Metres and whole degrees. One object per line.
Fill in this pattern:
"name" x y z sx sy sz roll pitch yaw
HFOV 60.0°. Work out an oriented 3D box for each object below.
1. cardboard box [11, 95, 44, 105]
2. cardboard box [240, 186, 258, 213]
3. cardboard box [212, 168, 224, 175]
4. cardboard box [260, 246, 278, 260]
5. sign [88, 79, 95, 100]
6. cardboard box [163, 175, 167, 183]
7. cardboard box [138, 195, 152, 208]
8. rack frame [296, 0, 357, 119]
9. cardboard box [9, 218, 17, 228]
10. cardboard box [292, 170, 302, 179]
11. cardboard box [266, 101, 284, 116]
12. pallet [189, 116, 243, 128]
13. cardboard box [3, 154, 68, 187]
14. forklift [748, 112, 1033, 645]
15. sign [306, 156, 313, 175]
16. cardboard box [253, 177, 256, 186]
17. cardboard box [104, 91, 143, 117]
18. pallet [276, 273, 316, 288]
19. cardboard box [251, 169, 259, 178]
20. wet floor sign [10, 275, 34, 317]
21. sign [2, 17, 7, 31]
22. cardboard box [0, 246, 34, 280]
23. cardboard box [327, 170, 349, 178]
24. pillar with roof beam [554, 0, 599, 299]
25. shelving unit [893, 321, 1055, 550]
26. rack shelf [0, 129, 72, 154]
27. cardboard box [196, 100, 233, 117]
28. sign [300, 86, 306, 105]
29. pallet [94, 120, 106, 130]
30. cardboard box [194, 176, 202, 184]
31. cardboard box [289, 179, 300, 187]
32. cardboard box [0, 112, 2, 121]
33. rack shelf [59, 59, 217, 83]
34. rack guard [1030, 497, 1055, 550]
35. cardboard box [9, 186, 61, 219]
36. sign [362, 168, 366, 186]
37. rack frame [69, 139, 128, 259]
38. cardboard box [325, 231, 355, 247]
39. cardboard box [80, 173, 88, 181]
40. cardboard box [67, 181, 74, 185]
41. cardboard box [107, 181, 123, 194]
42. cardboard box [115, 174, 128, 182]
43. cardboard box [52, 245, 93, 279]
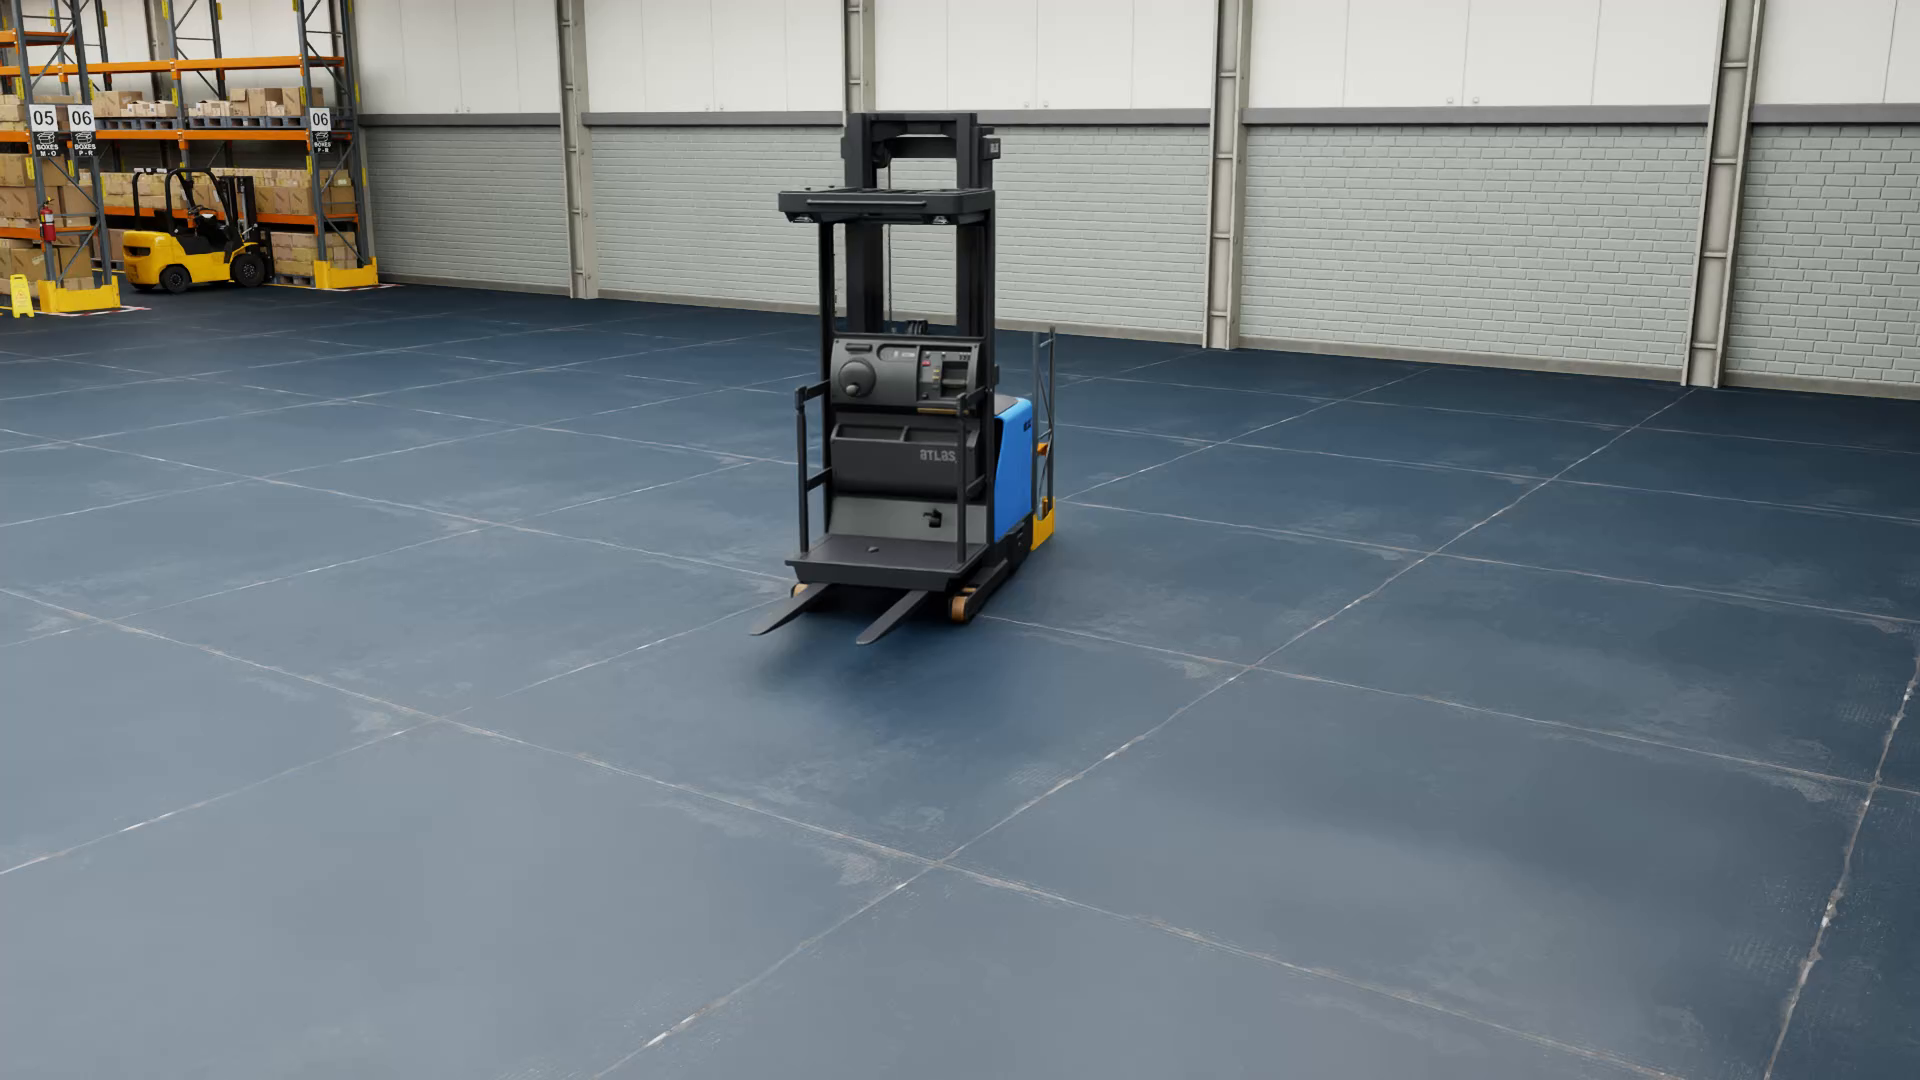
"cardboard box" -14.593 -6.886 26.019 0.250 0.149 0.380 9 17 33
"cardboard box" -13.209 -6.436 31.372 0.500 0.500 0.500 9 17 33
"cardboard box" -14.117 -7.061 31.929 0.250 0.149 0.380 9 16 32
"cardboard box" -12.809 -5.418 31.275 0.500 0.250 0.500 9 16 32
"sign" -13.845 -7.167 26.471 0.005 0.325 0.100 9 17 33
"cardboard box" -15.505 -7.144 32.883 0.250 0.149 0.380 9 17 33
"cardboard box" -16.079 -6.787 33.309 0.500 0.250 0.500 9 17 33
"rack frame" -11.380 -9.081 29.779 0.127 3.000 1.000 9 17 33
"cardboard box" -15.050 -5.114 26.764 0.250 0.149 0.380 9 16 32
"cardboard box" -12.017 -6.709 30.507 0.250 0.149 0.380 9 17 33
"cardboard box" -12.448 -7.896 30.435 0.258 0.266 0.396 9 17 33
"pallet" -13.977 -8.009 31.876 1.213 0.211 1.003 9 17 33
"cardboard box" -14.693 -5.882 26.433 0.500 0.500 0.700 9 16 31
"forklift" -0.394 -1.034 9.901 1.130 2.935 3.031 4 14 15
"sign" -11.695 -6.739 29.902 0.005 0.325 0.100 9 17 33
"cardboard box" -13.059 -6.741 31.255 0.250 0.149 0.380 9 17 32
"cardboard box" -16.709 -8.716 33.259 0.500 0.500 0.500 10 17 34
"pallet" -12.038 -4.909 31.215 1.213 0.211 1.003 9 17 33
"cardboard box" -13.071 -6.887 31.224 0.250 0.149 0.380 9 17 34
"wet floor sign" -14.587 -3.797 25.818 0.267 0.644 0.232 -10 17 -35
"sign" -21.033 -11.332 36.599 0.005 0.325 0.100 9 17 33
"cardboard box" -15.393 -4.536 27.193 0.500 0.500 0.500 10 17 35
"cardboard box" -11.540 -6.764 30.728 0.250 0.149 0.380 9 16 32
"pillar with roof beam" -8.879 -7.691 24.164 0.400 9.000 9.100 9 17 33
"shelving unit" 0.087 -0.763 11.785 1.083 1.500 0.587 4 15 17
"rack shelf" -15.807 -6.553 27.309 4.000 0.370 1.077 9 17 33
"cardboard box" -14.145 -8.210 31.607 0.500 0.311 0.500 10 17 34
"sign" -11.695 -7.910 29.613 0.005 0.325 0.100 9 17 33
"pallet" -17.406 -8.533 34.200 1.003 0.211 1.213 10 17 35
"cardboard box" -14.582 -6.973 32.192 0.250 0.149 0.380 9 16 32
"cardboard box" -12.053 -6.551 30.486 0.250 0.149 0.380 9 17 34
"cardboard box" -15.132 -6.791 26.466 0.500 0.250 0.500 9 16 32
"rack shelf" -16.359 -9.342 33.164 4.000 0.370 1.077 9 17 33
"rack guard" 0.563 -0.121 11.794 0.087 0.250 0.587 4 15 17
"cardboard box" -14.752 -5.389 26.524 0.500 0.500 0.500 9 16 32
"sign" -11.066 -6.737 30.830 0.005 0.325 0.100 9 17 33
"rack frame" -18.019 -7.241 34.834 0.127 3.000 1.000 9 17 33
"cardboard box" -11.674 -5.625 31.072 0.500 0.250 0.500 9 16 32
"cardboard box" -17.919 -7.503 34.334 0.250 0.149 0.380 10 17 34
"cardboard box" -19.075 -7.449 35.112 0.500 0.250 0.500 8 16 30
"cardboard box" -16.948 -7.162 33.784 0.500 0.250 0.500 9 16 31
"cardboard box" -16.842 -7.332 33.643 0.250 0.149 0.380 10 17 34
"cardboard box" -14.683 -4.578 27.362 0.500 0.500 0.500 9 16 31
